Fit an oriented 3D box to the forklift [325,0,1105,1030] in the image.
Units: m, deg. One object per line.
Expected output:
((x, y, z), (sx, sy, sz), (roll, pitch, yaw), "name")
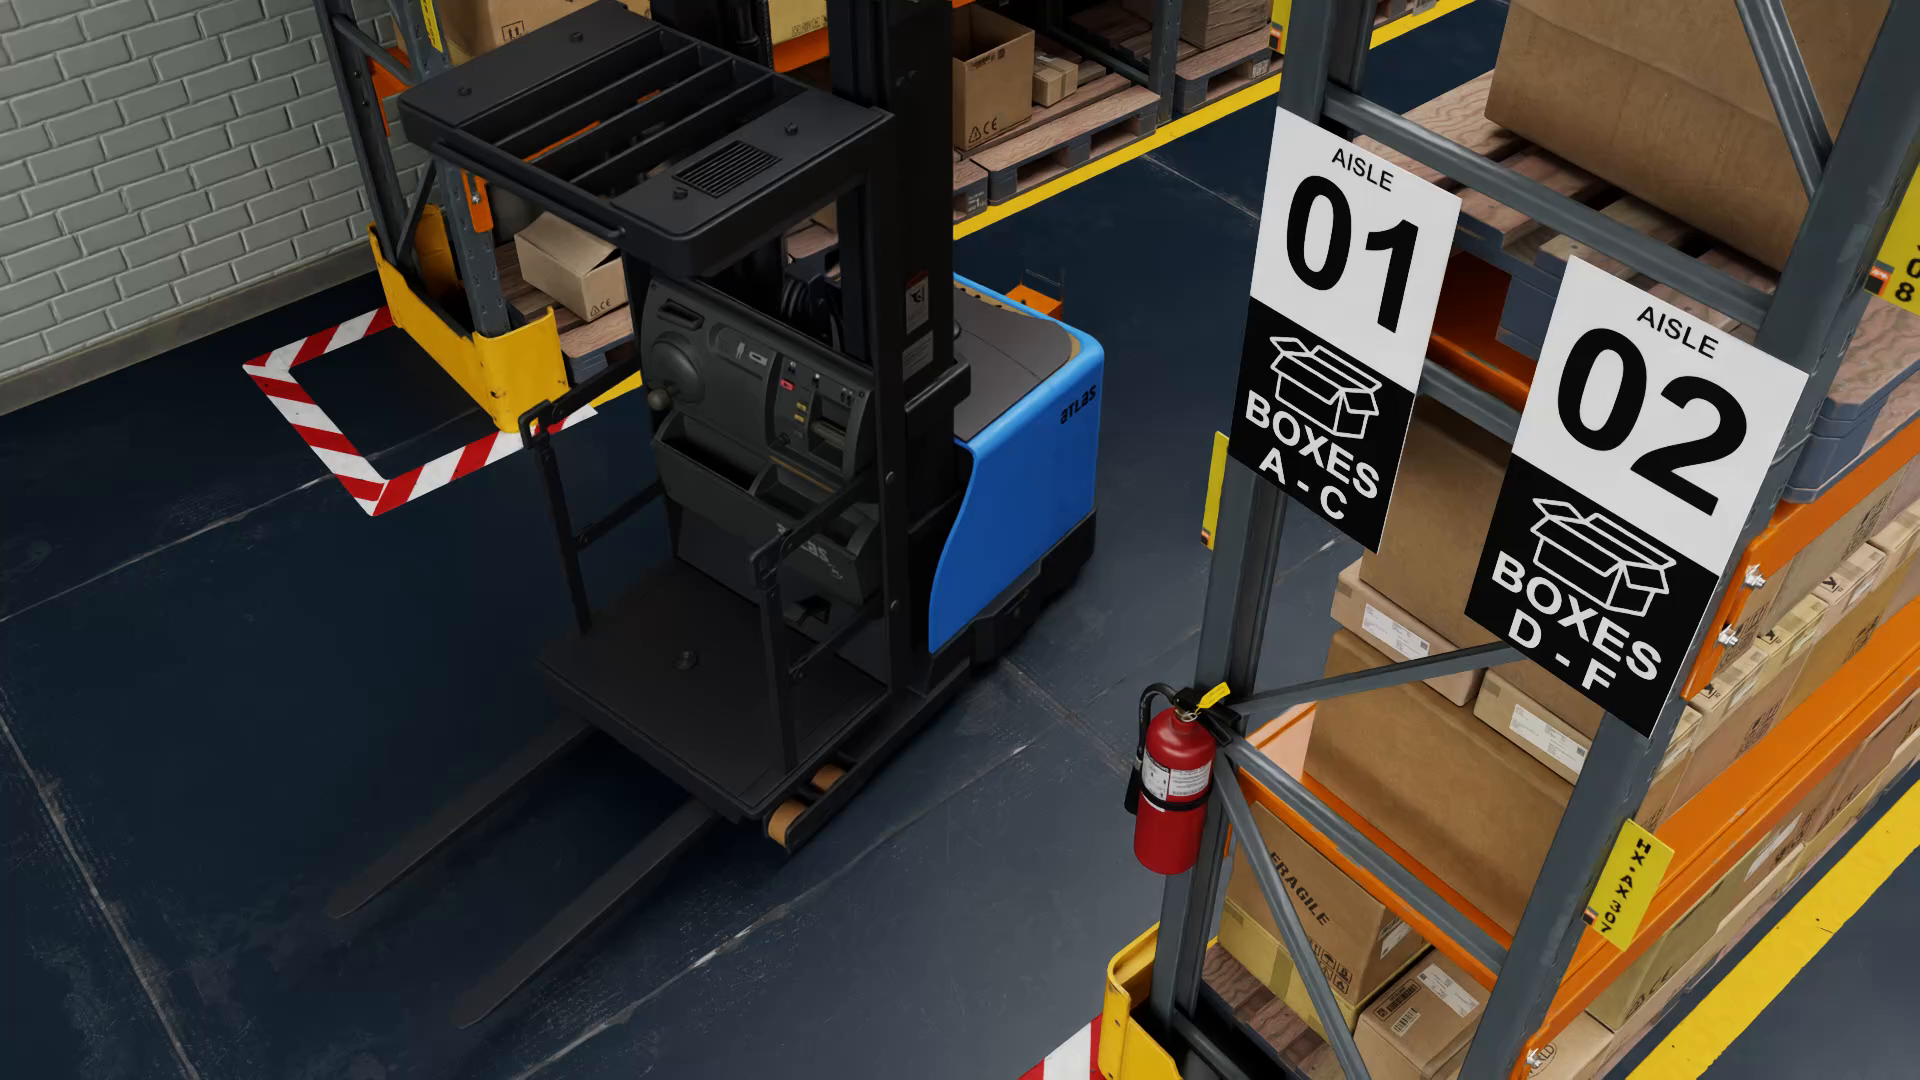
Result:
((-0.780, -0.416, 5.052), (1.130, 2.935, 3.031), (29, 50, 27), "forklift")

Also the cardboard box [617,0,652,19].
((-1.320, -2.378, 6.639), (0.500, 0.500, 0.500), (-30, 51, -28), "cardboard box")

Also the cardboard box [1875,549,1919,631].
((2.469, -0.205, 4.705), (0.500, 0.500, 0.700), (-28, 50, -27), "cardboard box")

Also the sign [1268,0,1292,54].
((0.579, -0.967, 2.809), (0.005, 0.325, 0.100), (-30, 51, -28), "sign")

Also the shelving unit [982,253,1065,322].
((0.241, -0.613, 6.635), (0.215, 1.050, 0.252), (29, 50, 27), "shelving unit")

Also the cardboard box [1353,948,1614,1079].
((1.471, 1.441, 4.726), (0.500, 0.250, 0.500), (-30, 51, -28), "cardboard box")

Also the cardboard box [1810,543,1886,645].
((1.944, 0.043, 3.966), (0.250, 0.149, 0.380), (-31, 51, -28), "cardboard box")

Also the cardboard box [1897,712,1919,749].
((2.998, 0.283, 5.411), (0.500, 0.500, 0.500), (-30, 51, -28), "cardboard box")

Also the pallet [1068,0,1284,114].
((1.400, -2.972, 9.760), (1.213, 0.211, 1.003), (-30, 51, -28), "pallet")

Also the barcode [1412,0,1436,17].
((0.839, -0.980, 2.987), (0.075, 0.075, 0.001), (-30, 51, -28), "barcode")

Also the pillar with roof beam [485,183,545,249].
((0.480, -2.577, 2.920), (0.400, 9.000, 9.100), (-30, 51, -28), "pillar with roof beam")

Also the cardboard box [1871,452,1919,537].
((2.110, -0.476, 4.045), (0.500, 0.500, 0.700), (-30, 51, -28), "cardboard box")

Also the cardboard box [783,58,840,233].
((-0.644, -1.941, 8.130), (0.500, 0.500, 0.700), (-33, 52, -30), "cardboard box")

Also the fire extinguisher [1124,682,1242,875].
((0.528, 0.547, 4.033), (0.183, 0.674, 0.296), (-30, 51, -28), "fire extinguisher")

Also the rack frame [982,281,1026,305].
((0.165, -0.547, 6.566), (0.200, 1.050, 0.008), (29, 50, 27), "rack frame")

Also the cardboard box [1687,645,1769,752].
((1.557, 0.261, 3.734), (0.250, 0.149, 0.380), (-31, 51, -29), "cardboard box")

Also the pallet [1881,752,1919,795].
((3.348, 0.298, 6.279), (1.213, 0.211, 1.003), (-30, 51, -28), "pallet")

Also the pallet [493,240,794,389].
((-1.560, -1.244, 7.920), (1.213, 0.211, 1.003), (-30, 51, -28), "pallet")

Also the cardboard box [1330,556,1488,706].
((1.088, 0.170, 3.831), (0.250, 0.149, 0.380), (-31, 51, -28), "cardboard box")

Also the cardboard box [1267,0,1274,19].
((1.722, -3.480, 9.769), (0.500, 0.500, 0.700), (-31, 51, -29), "cardboard box")

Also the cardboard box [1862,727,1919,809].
((3.006, 0.563, 5.661), (0.500, 0.250, 0.500), (-30, 51, -28), "cardboard box")

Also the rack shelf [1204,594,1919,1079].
((2.451, 0.095, 4.984), (4.000, 0.370, 1.077), (-30, 51, -28), "rack shelf")

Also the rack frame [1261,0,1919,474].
((0.917, -1.476, 1.748), (0.127, 3.000, 1.000), (-30, 51, -28), "rack frame")

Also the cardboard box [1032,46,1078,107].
((0.413, -2.523, 8.993), (0.380, 0.166, 0.250), (32, 52, 30), "cardboard box")

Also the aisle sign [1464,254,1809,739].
((1.063, -0.047, 2.710), (0.004, 0.787, 0.394), (-30, 51, -28), "aisle sign")

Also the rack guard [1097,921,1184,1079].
((0.899, 1.633, 4.647), (0.348, 0.500, 1.175), (-30, 51, -28), "rack guard")

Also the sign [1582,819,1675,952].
((1.268, 0.661, 3.165), (0.005, 0.325, 0.100), (-30, 51, -28), "sign")

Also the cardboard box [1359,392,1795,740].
((1.324, -0.020, 3.560), (0.500, 0.500, 0.700), (-30, 51, -28), "cardboard box")

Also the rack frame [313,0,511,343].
((-2.264, -1.889, 6.570), (0.127, 3.000, 1.000), (-30, 51, -28), "rack frame")

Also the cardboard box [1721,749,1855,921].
((2.229, 0.721, 4.945), (0.500, 0.500, 0.500), (-30, 51, -28), "cardboard box")

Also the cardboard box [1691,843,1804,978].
((2.236, 1.000, 5.195), (0.500, 0.250, 0.500), (-30, 51, -28), "cardboard box")

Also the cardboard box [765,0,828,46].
((-0.902, -2.345, 7.151), (0.500, 0.250, 0.500), (-31, 51, -28), "cardboard box")

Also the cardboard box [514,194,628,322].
((-1.676, -1.326, 7.613), (0.500, 0.311, 0.500), (33, 52, 30), "cardboard box")

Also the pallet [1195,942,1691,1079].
((1.477, 1.369, 5.138), (1.213, 0.211, 1.003), (-30, 51, -28), "pallet")

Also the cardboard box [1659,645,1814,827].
((1.683, 0.243, 4.227), (0.500, 0.500, 0.700), (-28, 50, -27), "cardboard box")

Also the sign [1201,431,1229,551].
((0.579, -0.089, 3.634), (0.005, 0.325, 0.100), (-30, 51, -28), "sign")
